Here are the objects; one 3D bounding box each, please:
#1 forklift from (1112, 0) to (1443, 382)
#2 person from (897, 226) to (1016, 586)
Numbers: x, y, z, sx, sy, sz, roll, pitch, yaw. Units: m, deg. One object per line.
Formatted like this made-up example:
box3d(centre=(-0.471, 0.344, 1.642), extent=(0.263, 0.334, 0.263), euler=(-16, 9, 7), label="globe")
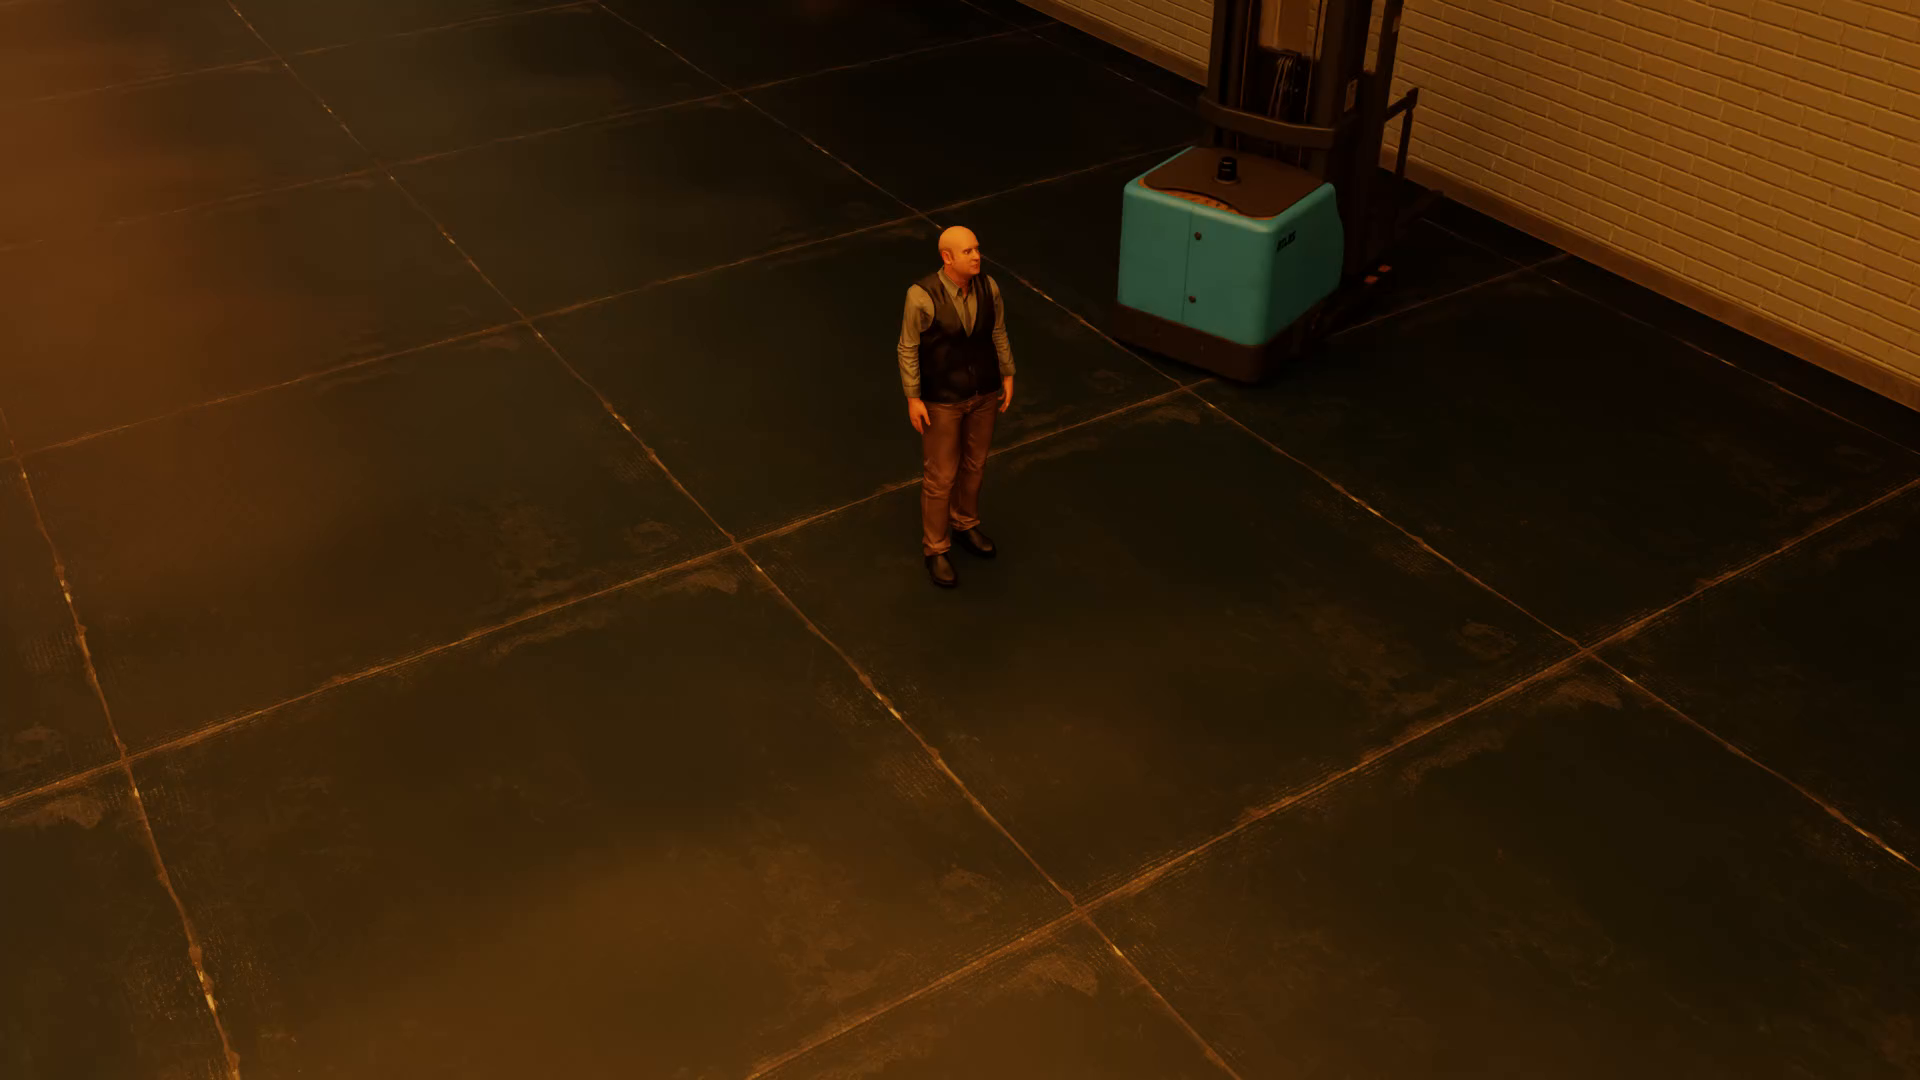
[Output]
box3d(centre=(2.252, -2.926, 10.312), extent=(1.130, 2.935, 3.031), euler=(24, 42, 30), label="forklift")
box3d(centre=(0.028, -0.677, 8.152), extent=(0.633, 1.722, 0.566), euler=(-21, 40, -27), label="person")
